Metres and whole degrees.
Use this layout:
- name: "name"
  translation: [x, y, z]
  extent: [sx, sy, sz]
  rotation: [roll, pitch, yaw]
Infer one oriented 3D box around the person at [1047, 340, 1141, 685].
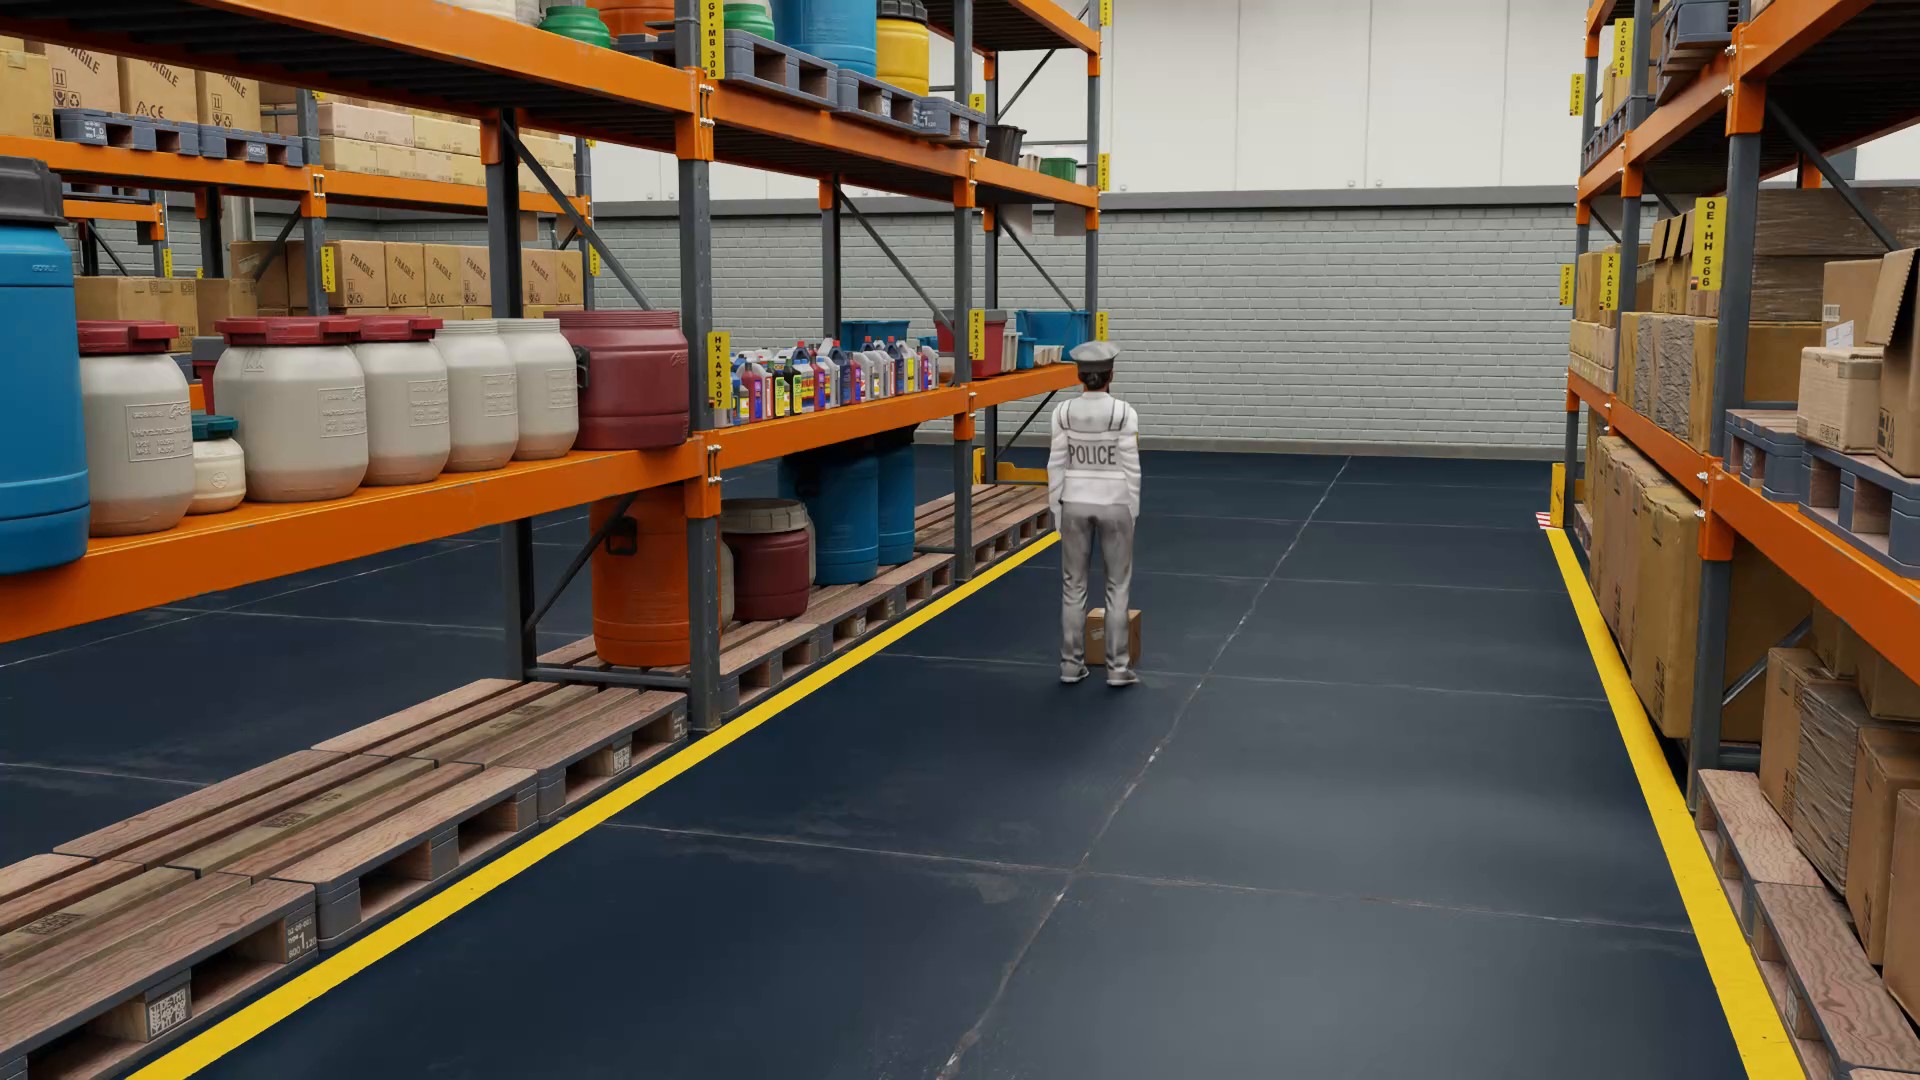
- name: "person"
  translation: [0.662, -0.128, 8.166]
  extent: [0.466, 1.692, 0.344]
  rotation: [3, 9, 18]
